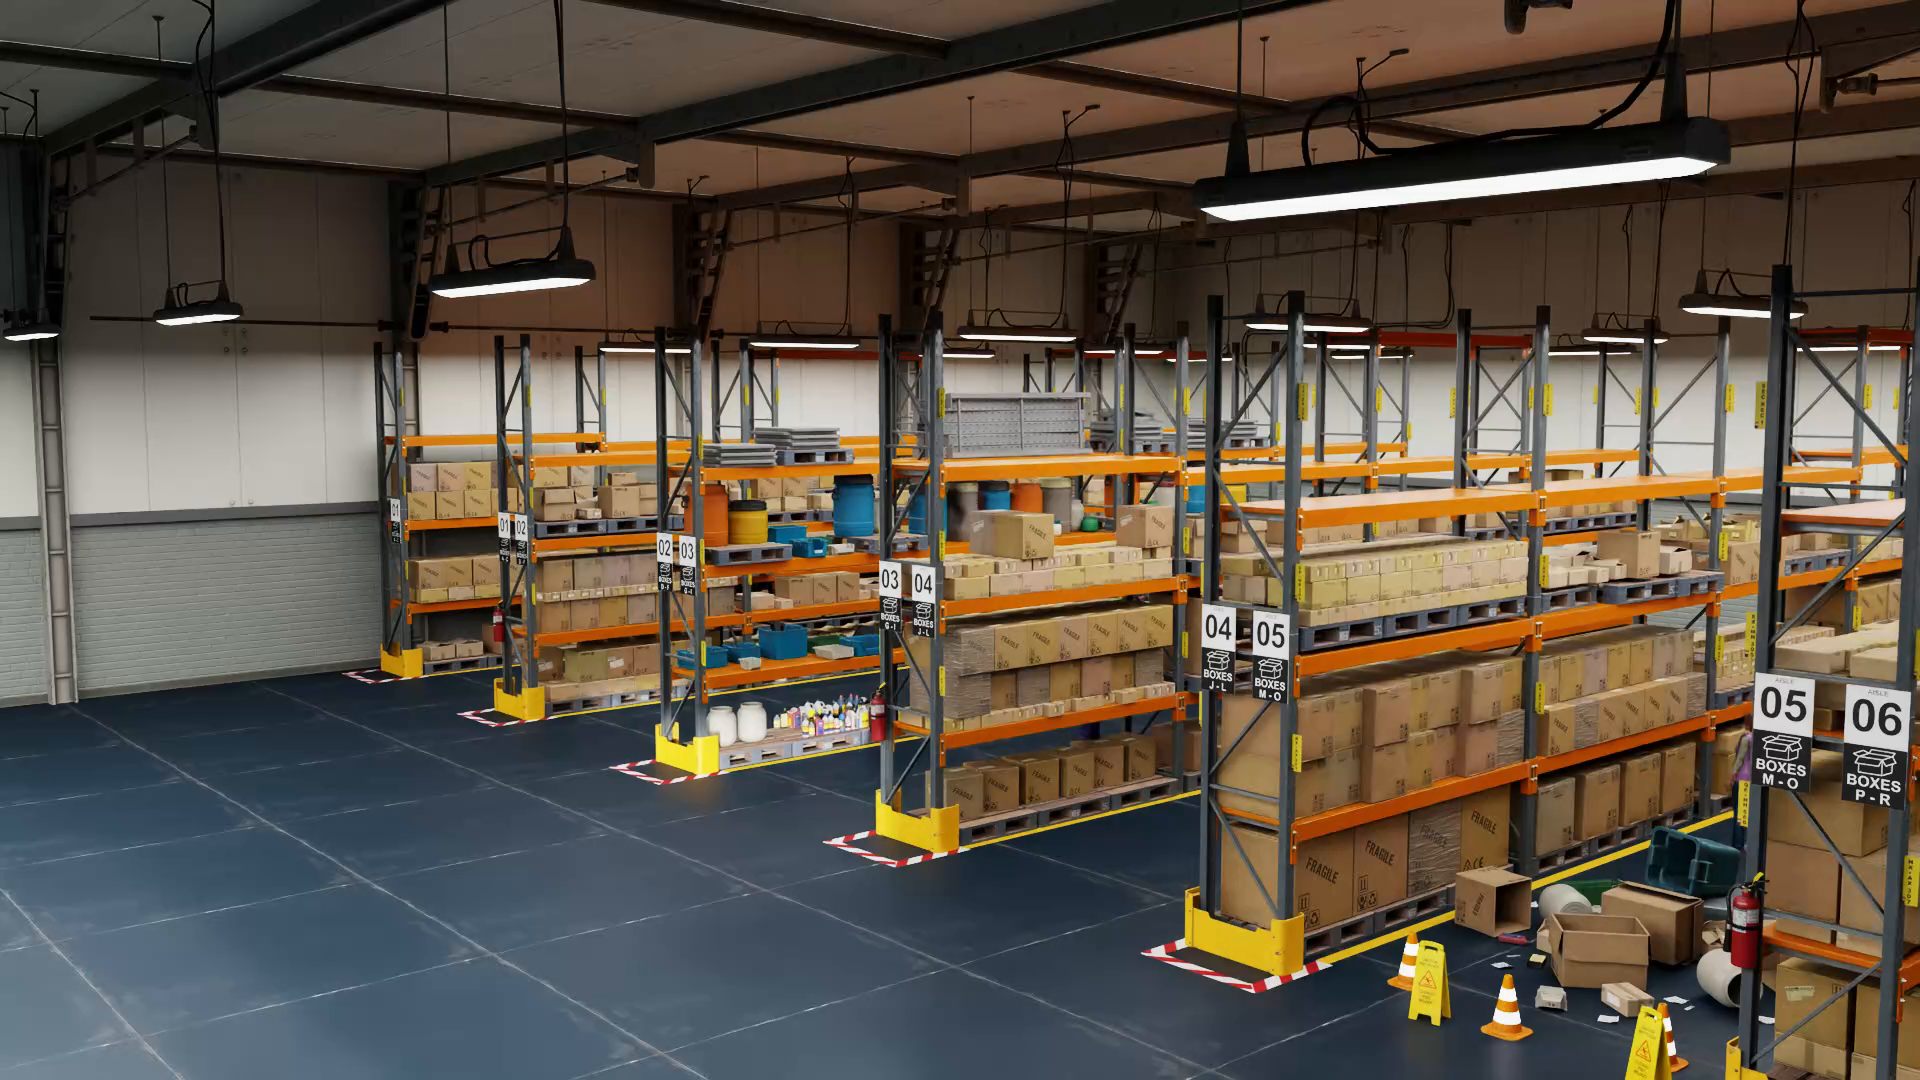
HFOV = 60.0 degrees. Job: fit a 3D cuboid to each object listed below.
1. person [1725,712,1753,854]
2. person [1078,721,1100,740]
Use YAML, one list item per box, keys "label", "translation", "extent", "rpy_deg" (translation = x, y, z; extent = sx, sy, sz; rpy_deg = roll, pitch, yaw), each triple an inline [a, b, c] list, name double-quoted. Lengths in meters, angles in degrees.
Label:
- label: "person"
  translation: [8.755, 2.700, 18.488]
  extent: [0.472, 1.616, 0.361]
  rpy_deg: [0, 5, -1]
- label: "person"
  translation: [1.862, 2.180, 24.239]
  extent: [0.497, 1.668, 0.540]
  rpy_deg: [0, 5, 5]
